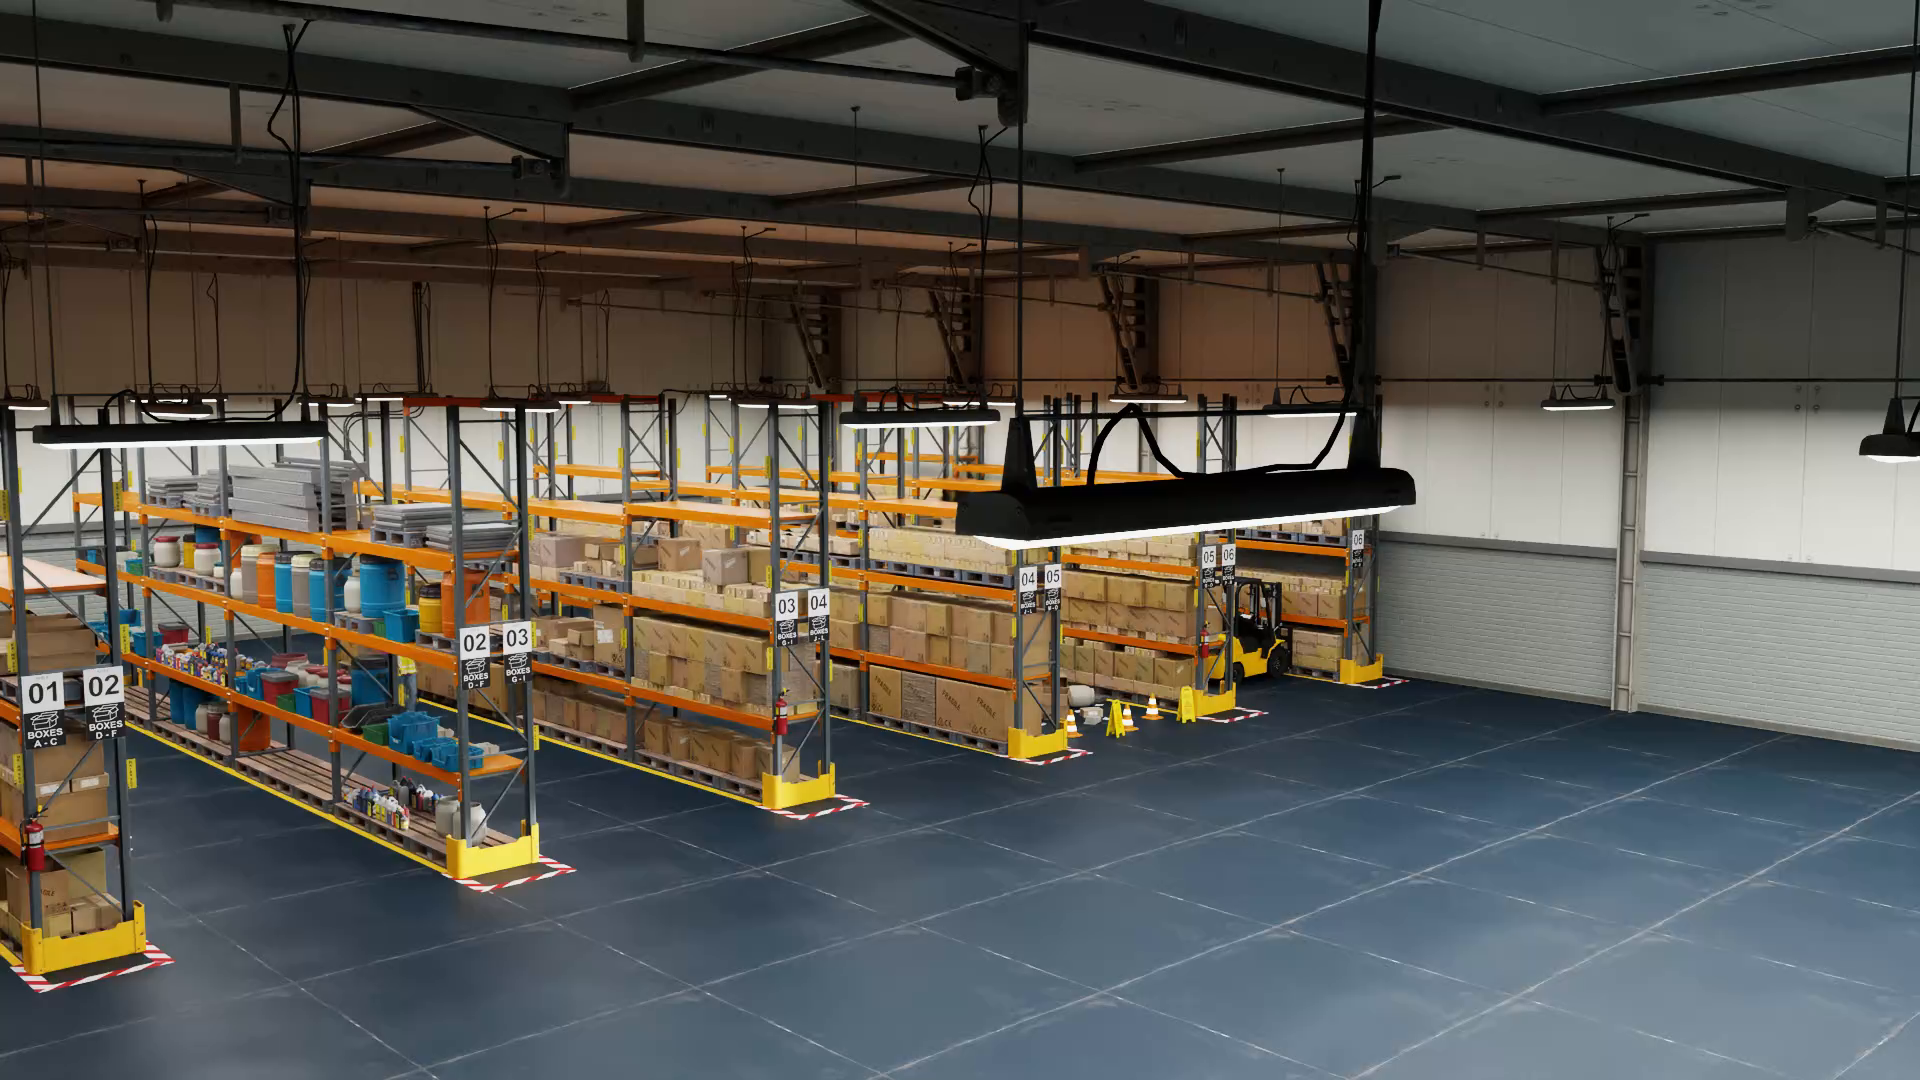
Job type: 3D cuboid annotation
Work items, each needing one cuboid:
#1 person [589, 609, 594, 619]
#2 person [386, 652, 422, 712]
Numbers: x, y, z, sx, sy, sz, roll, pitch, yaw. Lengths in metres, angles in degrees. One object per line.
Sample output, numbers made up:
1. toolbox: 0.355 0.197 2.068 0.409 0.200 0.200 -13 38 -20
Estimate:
1. person: -9.178 1.485 41.840 0.529 1.632 0.810 5 7 42
2. person: -10.326 2.493 30.921 0.712 1.745 0.870 -5 8 -43
